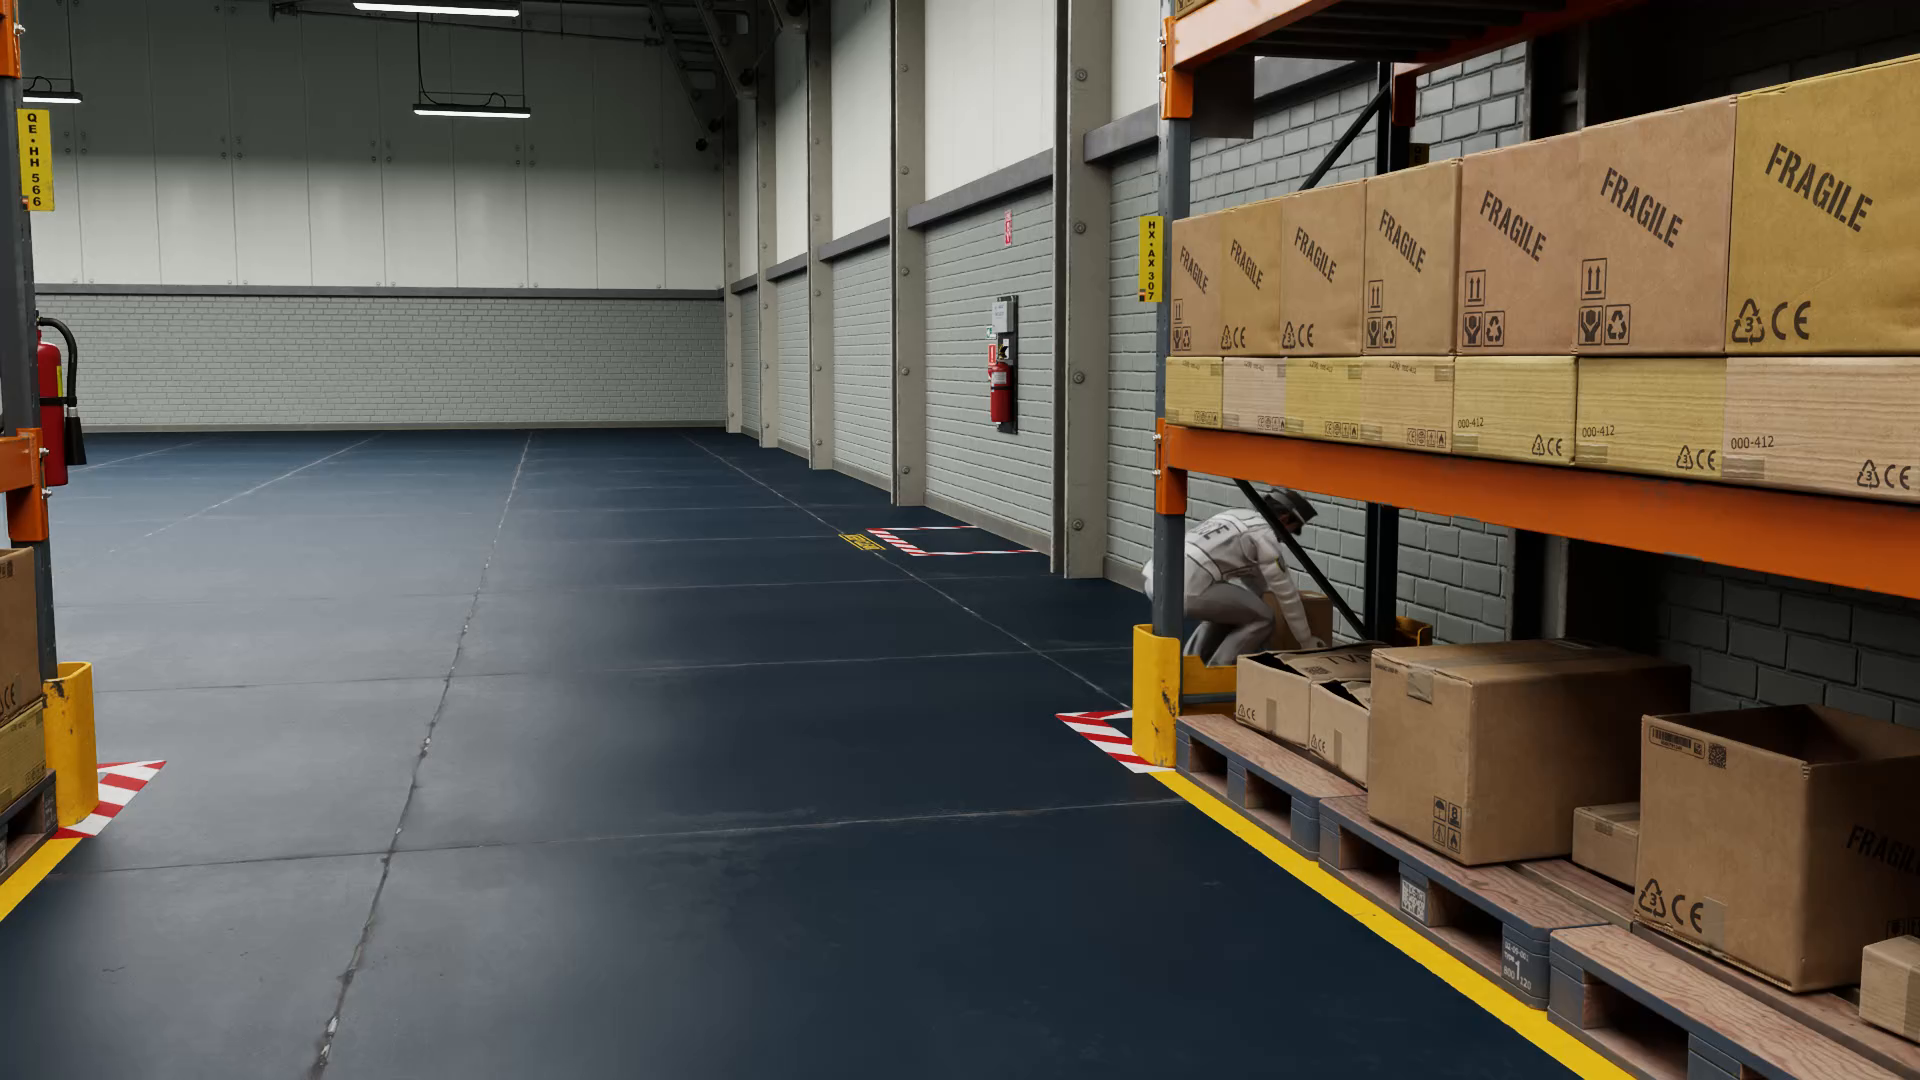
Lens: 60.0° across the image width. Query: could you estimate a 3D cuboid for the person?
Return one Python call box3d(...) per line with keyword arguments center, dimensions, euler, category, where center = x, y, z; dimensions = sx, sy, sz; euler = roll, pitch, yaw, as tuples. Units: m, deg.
box3d(center=(1.269, 0.232, 7.746), dimensions=(0.857, 0.985, 0.453), euler=(-2, 6, -15), category="person")
